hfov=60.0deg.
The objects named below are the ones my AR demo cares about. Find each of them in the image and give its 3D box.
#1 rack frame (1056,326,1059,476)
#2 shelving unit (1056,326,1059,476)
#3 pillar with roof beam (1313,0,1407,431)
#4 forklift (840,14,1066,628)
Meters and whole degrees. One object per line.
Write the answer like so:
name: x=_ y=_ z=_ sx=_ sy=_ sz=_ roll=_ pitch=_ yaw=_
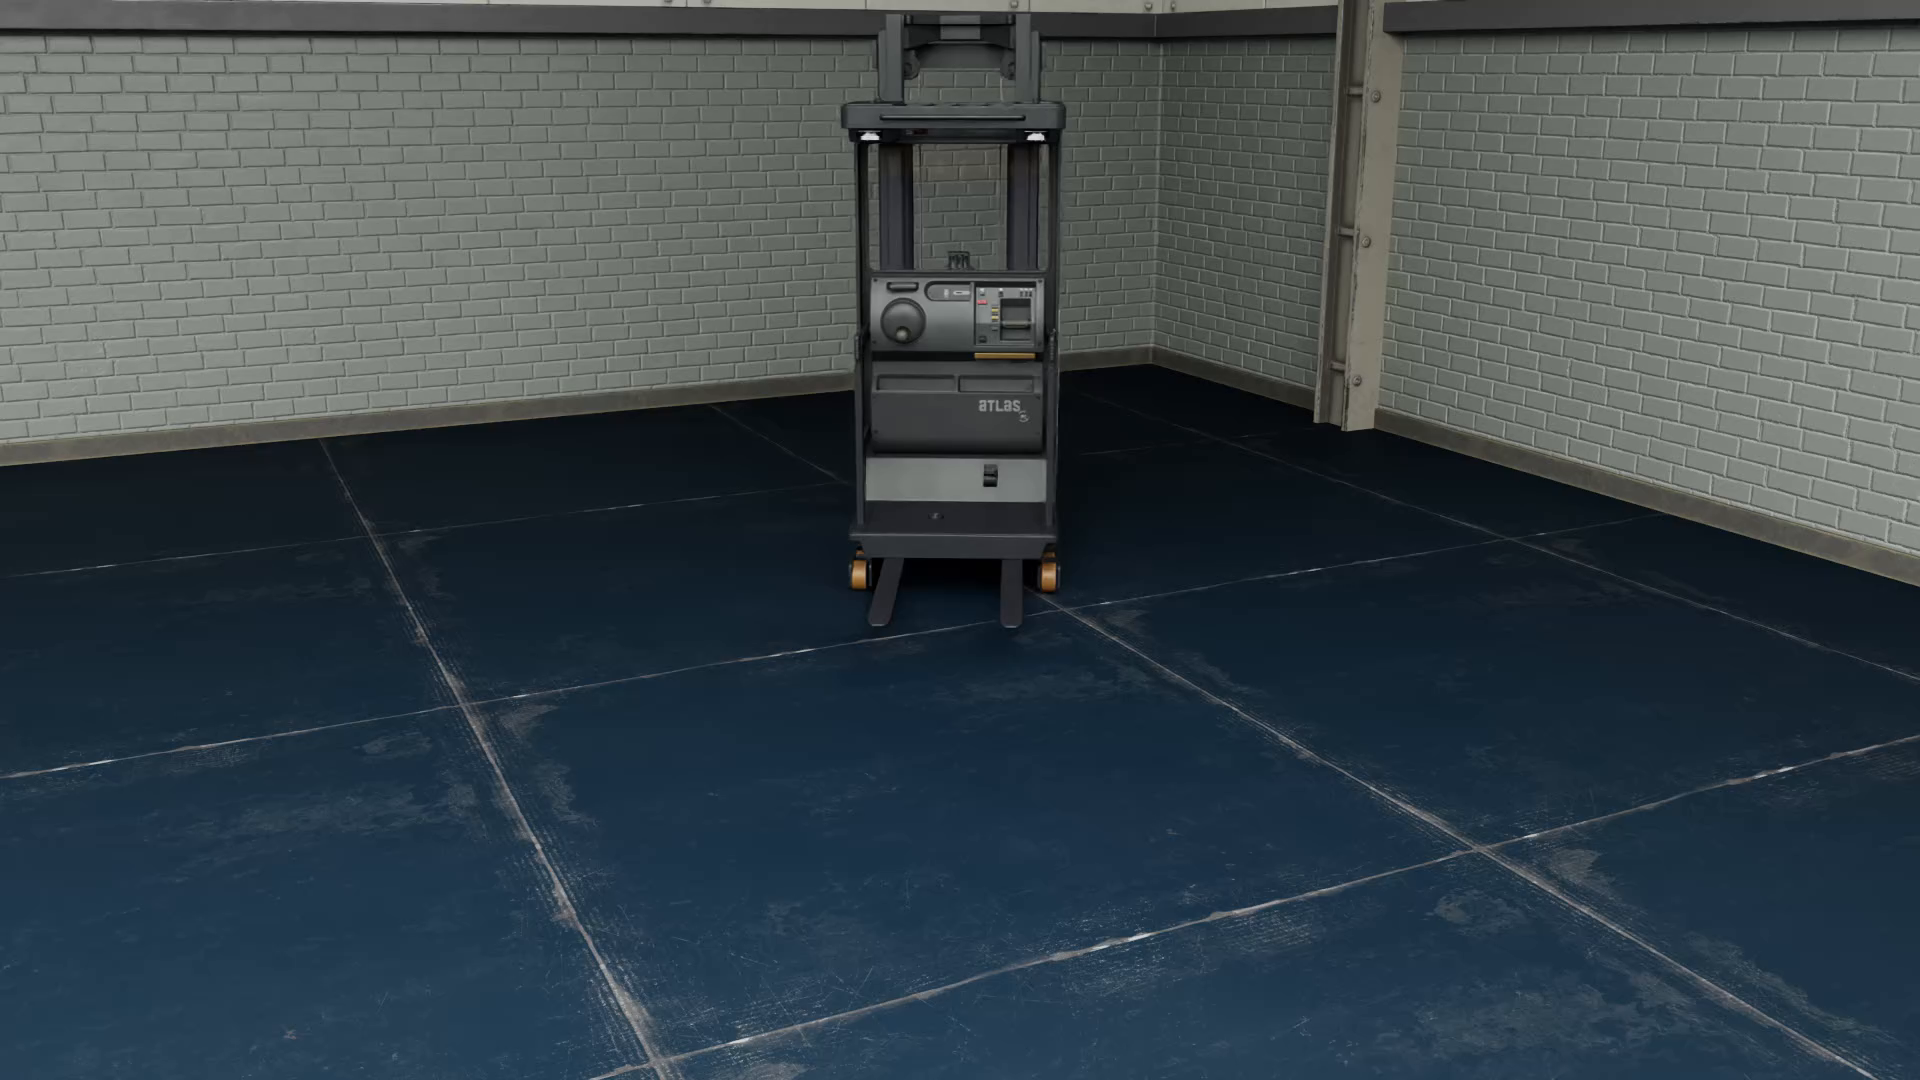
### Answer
rack frame: x=0.600 y=-0.834 z=10.483 sx=0.015 sy=1.200 sz=0.240 roll=2 pitch=16 yaw=7
shelving unit: x=0.358 y=-0.843 z=10.513 sx=0.503 sy=1.200 sz=0.258 roll=2 pitch=16 yaw=7
pillar with roof beam: x=-0.894 y=-4.697 z=9.806 sx=9.100 sy=9.000 sz=0.400 roll=-8 pitch=18 yaw=-25
forklift: x=-0.020 y=-1.220 z=8.687 sx=1.130 sy=2.935 sz=3.031 roll=1 pitch=16 yaw=2
